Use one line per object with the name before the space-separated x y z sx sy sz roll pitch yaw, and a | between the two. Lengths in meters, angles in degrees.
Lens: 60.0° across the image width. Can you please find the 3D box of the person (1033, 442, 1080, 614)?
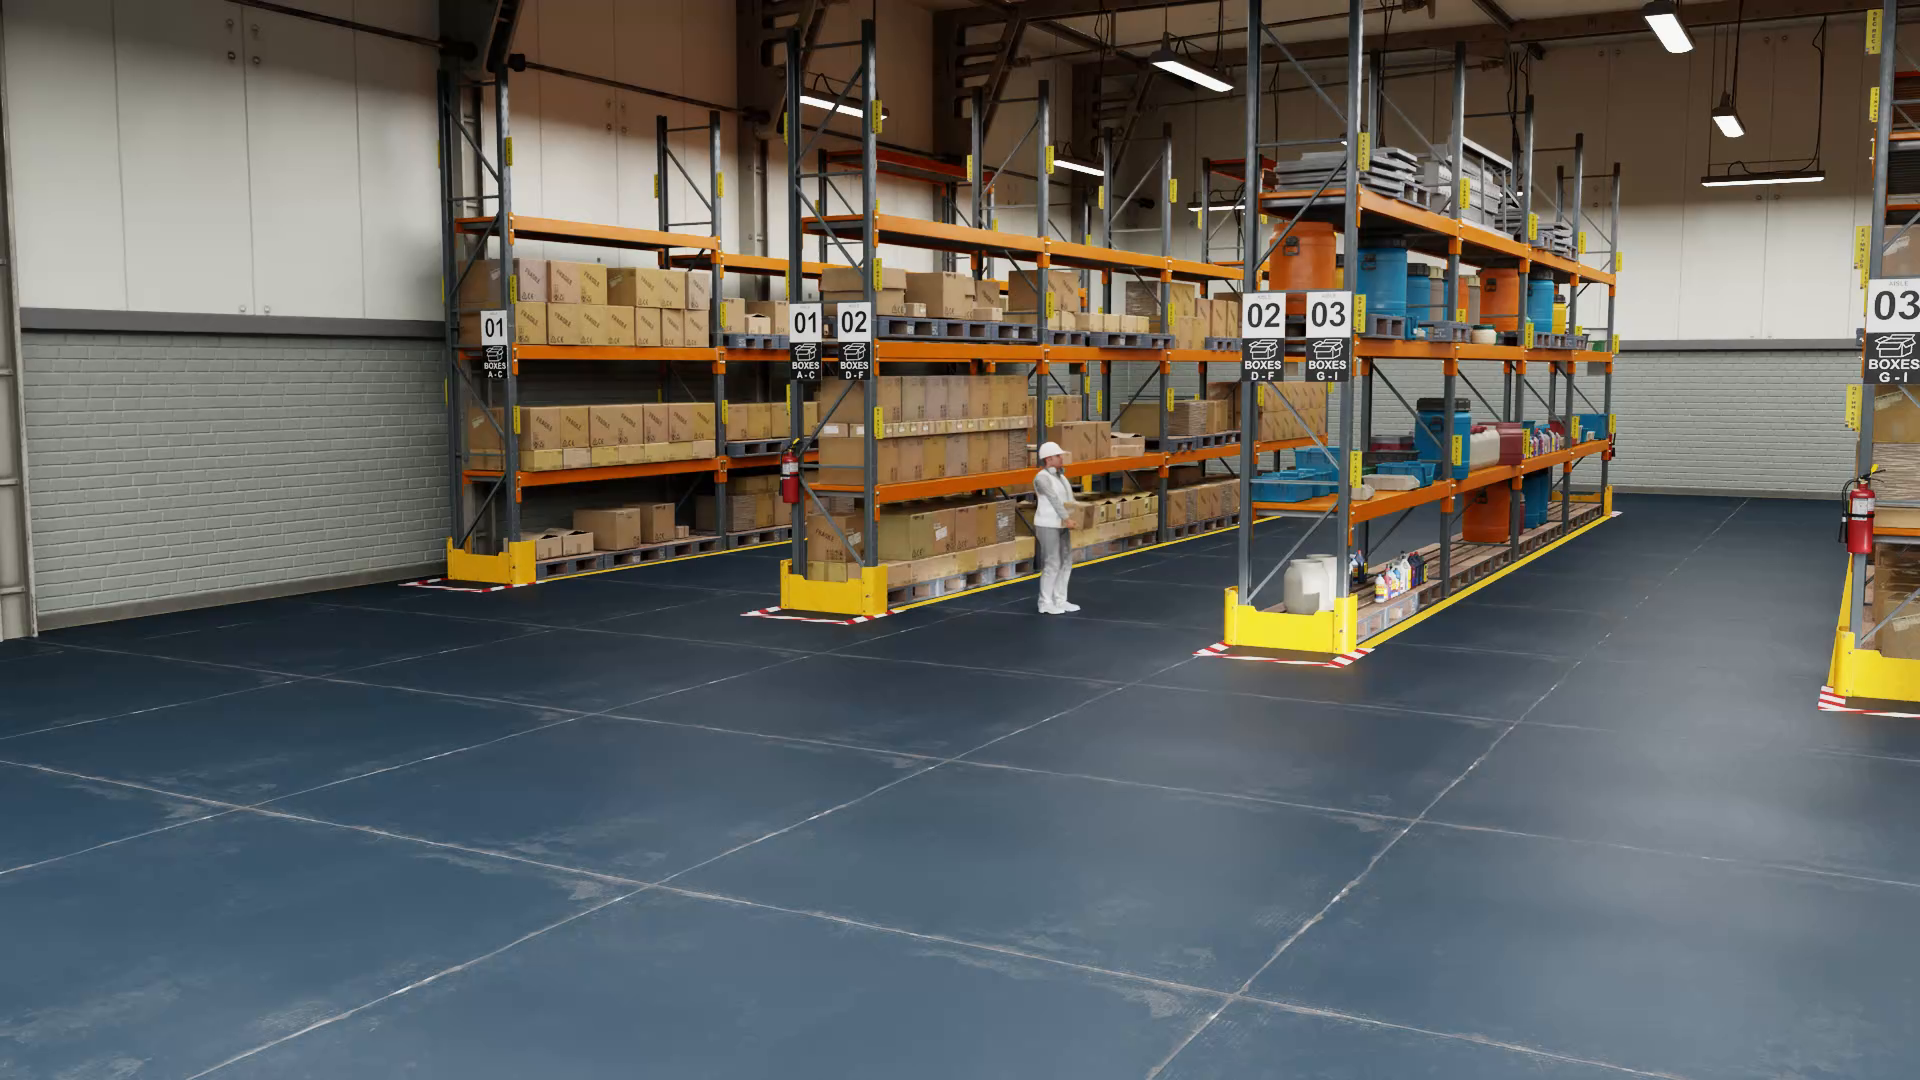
person | 1.066 -0.130 17.296 0.546 1.765 0.494 3 7 30
